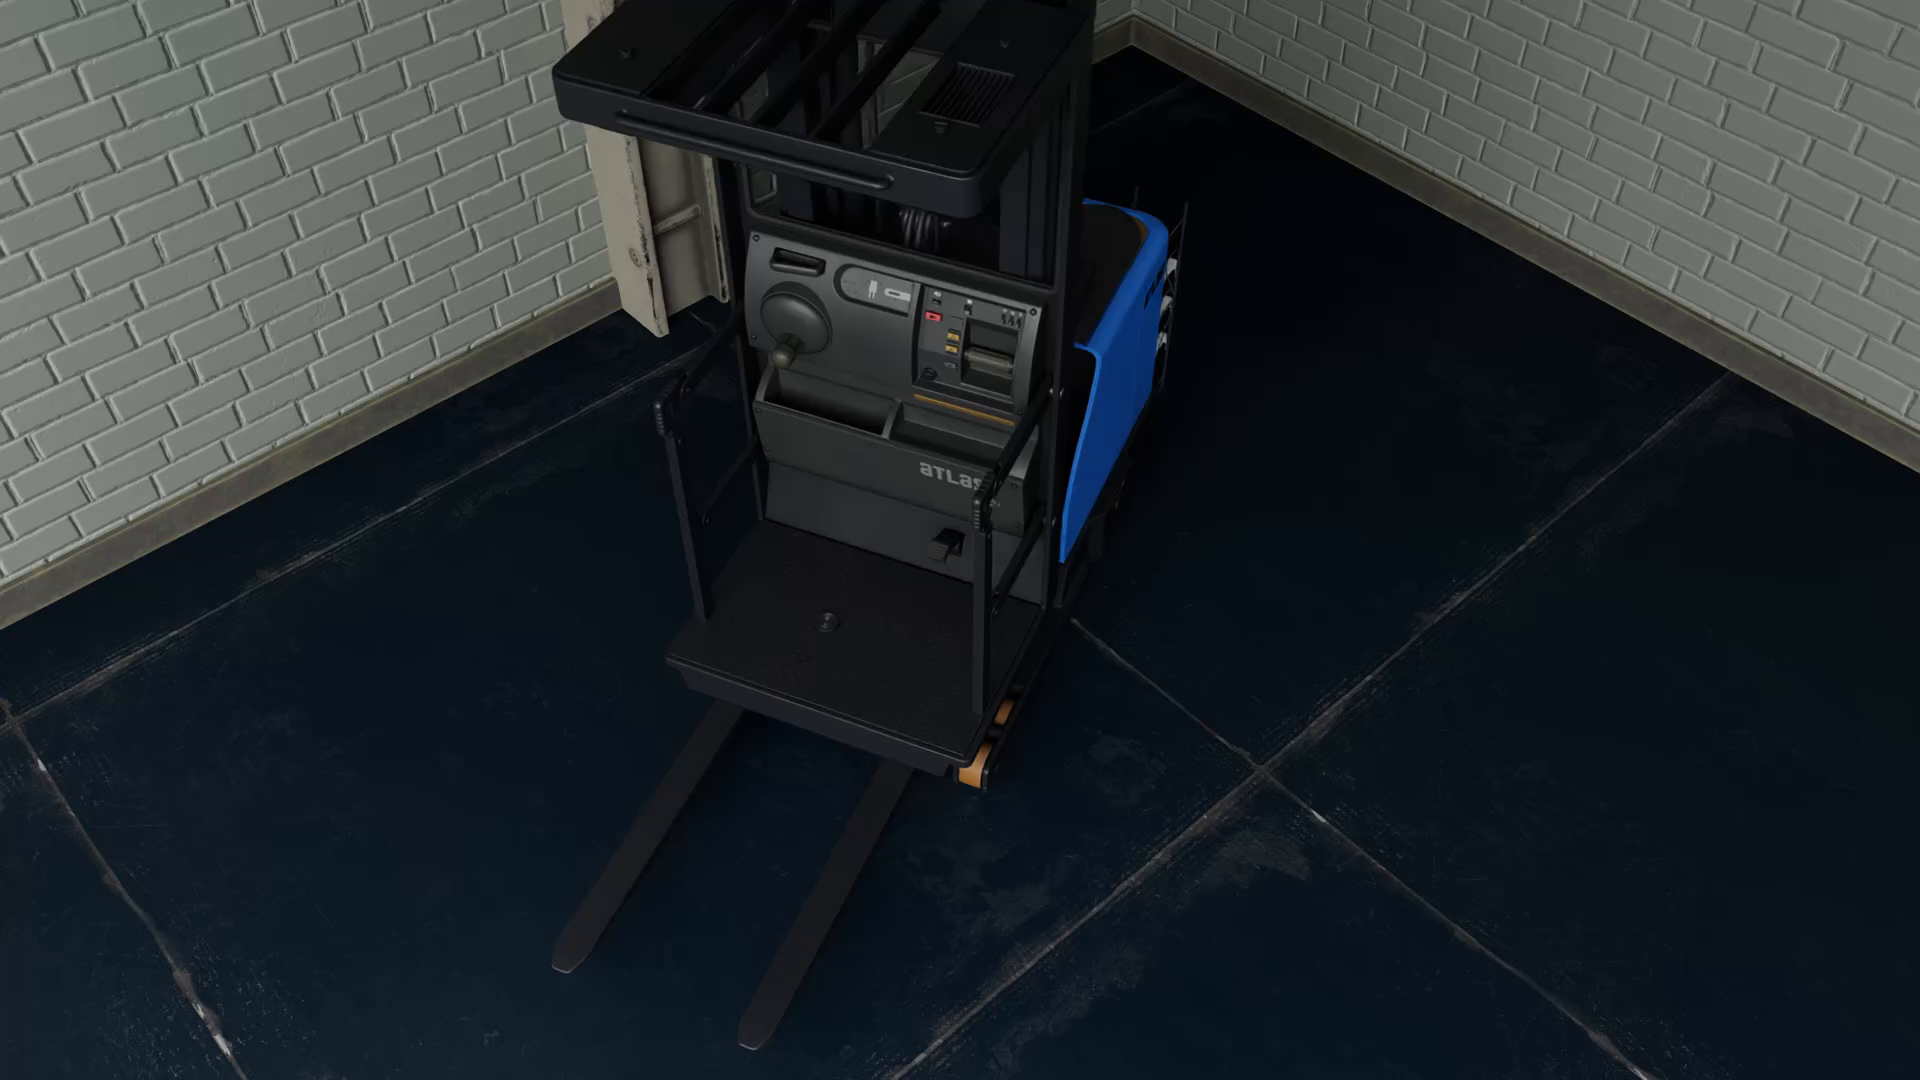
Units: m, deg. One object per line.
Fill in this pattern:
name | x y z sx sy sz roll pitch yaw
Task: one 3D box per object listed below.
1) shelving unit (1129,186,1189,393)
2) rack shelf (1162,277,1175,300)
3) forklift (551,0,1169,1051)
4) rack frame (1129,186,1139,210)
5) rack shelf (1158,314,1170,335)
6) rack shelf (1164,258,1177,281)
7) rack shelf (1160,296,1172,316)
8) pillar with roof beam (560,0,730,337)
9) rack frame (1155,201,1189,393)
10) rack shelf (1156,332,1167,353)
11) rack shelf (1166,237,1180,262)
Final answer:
shelving unit | 0.694 -0.908 6.469 0.210 0.900 0.258 22 49 19
rack shelf | 0.695 -0.947 6.429 0.200 0.077 0.258 22 49 19
forklift | -0.288 -0.539 4.753 1.130 2.935 3.031 17 50 15
rack frame | 0.605 -0.943 6.502 0.006 0.900 0.240 22 49 19
rack shelf | 0.692 -0.822 6.558 0.200 0.077 0.258 22 49 19
rack shelf | 0.696 -1.010 6.364 0.200 0.077 0.258 22 49 19
rack shelf | 0.694 -0.884 6.493 0.200 0.077 0.258 22 49 19
pillar with roof beam | 1.666 -1.747 1.739 0.400 9.000 9.100 -34 56 -27
rack frame | 0.783 -0.872 6.436 0.006 0.900 0.240 22 49 19
rack shelf | 0.691 -0.759 6.622 0.200 0.077 0.258 22 49 19
rack shelf | 0.698 -1.073 6.300 0.200 0.077 0.258 22 49 19
